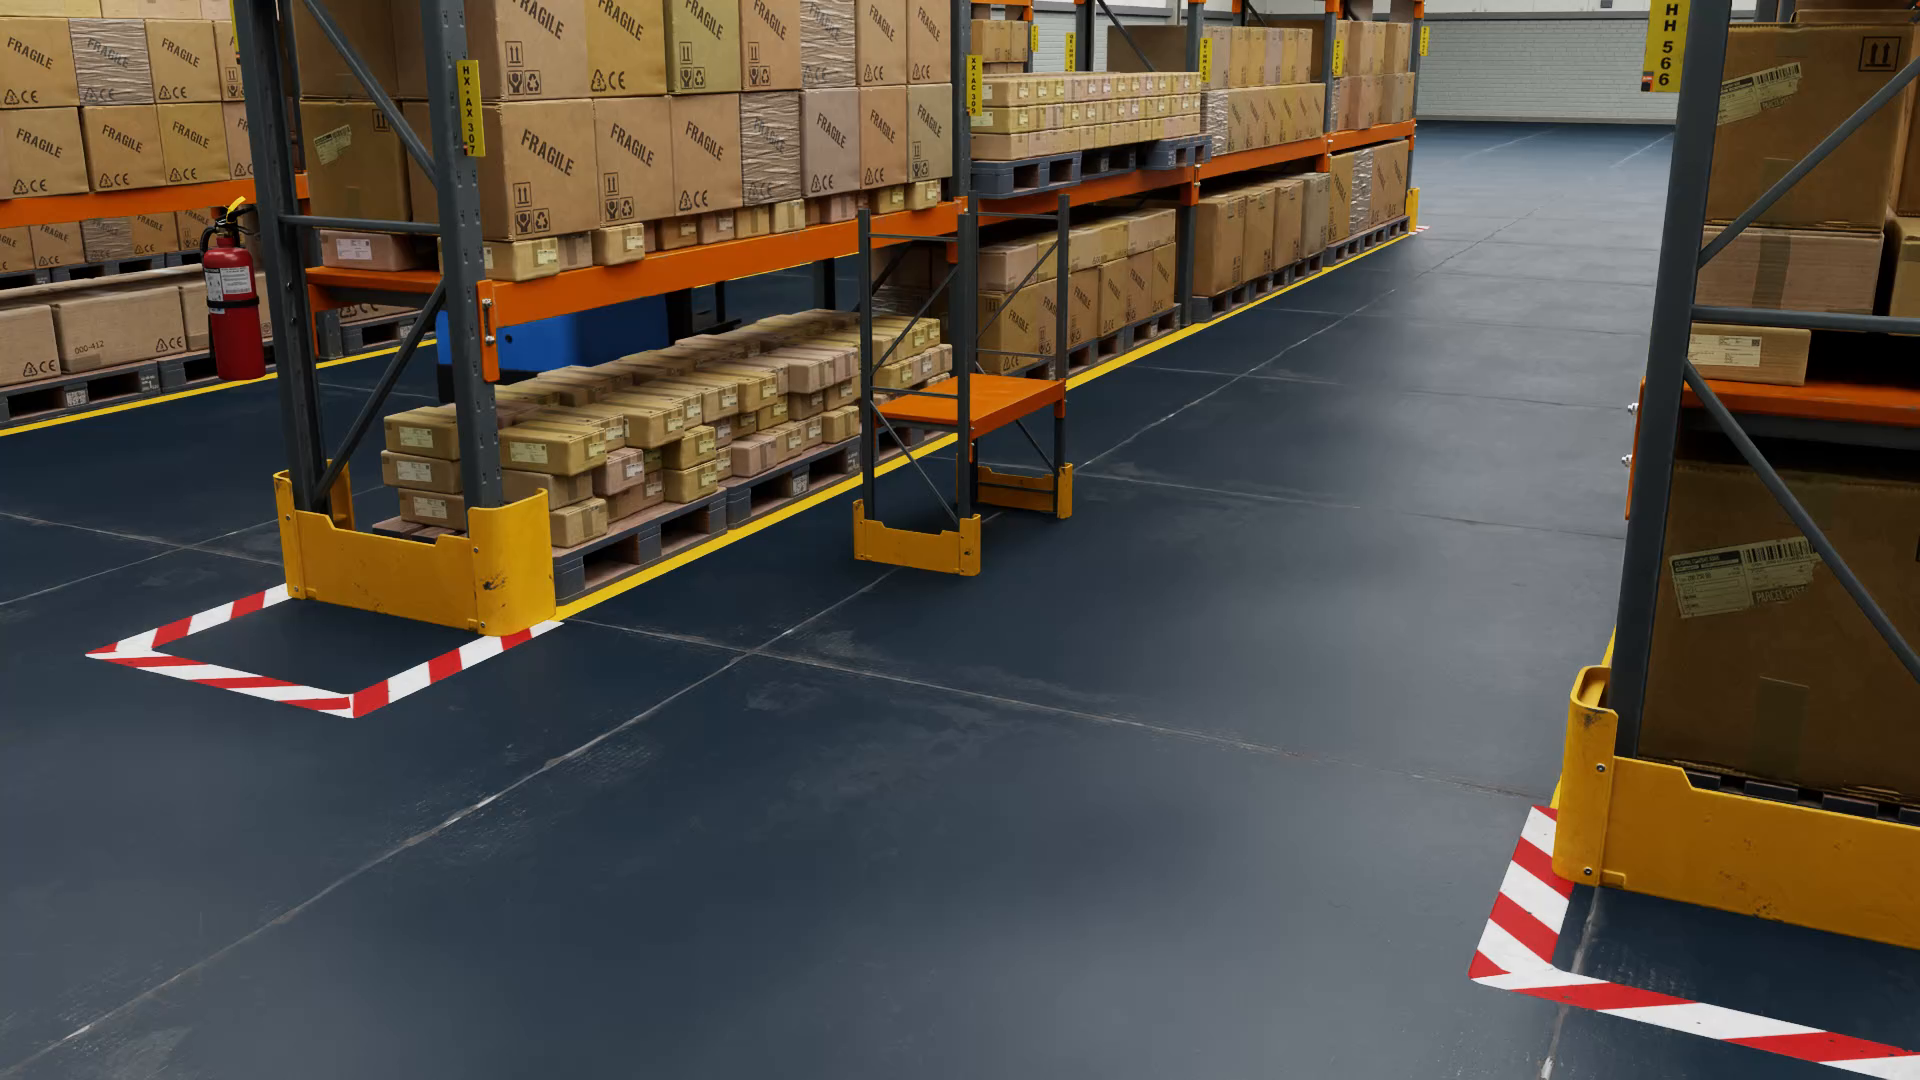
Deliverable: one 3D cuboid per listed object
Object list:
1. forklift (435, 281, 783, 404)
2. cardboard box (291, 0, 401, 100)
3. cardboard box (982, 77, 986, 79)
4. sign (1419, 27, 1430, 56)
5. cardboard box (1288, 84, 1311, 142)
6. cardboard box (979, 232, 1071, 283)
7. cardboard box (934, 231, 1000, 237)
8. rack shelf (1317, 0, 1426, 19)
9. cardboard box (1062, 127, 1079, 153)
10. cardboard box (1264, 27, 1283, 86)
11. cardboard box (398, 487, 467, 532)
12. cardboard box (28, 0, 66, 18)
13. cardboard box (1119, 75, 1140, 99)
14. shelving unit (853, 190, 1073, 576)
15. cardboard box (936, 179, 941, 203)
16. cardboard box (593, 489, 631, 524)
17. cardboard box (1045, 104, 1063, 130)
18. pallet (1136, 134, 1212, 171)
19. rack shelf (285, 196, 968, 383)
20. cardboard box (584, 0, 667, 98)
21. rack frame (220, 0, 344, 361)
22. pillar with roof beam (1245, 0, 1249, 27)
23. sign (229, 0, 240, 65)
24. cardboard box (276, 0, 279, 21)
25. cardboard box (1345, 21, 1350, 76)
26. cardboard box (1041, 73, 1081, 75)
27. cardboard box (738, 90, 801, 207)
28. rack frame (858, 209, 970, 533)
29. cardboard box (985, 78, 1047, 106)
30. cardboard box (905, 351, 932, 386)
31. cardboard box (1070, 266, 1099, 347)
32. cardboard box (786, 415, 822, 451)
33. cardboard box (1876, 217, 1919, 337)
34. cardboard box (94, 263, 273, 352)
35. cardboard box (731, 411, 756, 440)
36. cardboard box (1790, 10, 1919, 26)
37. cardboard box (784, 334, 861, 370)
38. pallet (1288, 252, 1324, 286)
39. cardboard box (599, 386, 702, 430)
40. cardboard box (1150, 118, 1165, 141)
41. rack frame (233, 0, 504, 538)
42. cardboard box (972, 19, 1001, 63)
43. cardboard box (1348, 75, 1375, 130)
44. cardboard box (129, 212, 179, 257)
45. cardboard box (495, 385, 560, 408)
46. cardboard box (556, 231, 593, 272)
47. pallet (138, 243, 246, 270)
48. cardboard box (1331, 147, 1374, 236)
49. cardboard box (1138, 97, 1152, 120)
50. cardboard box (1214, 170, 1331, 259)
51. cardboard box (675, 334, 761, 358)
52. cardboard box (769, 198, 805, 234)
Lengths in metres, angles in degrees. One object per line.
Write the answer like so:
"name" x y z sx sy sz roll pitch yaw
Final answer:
"forklift" -2.168 -2.516 10.848 1.130 2.935 3.031 6 18 20
"cardboard box" -2.217 -1.981 6.473 0.500 0.500 0.500 8 18 24
"cardboard box" -0.054 -2.876 10.599 0.380 0.149 0.250 8 18 25
"sign" 5.429 -5.835 19.452 0.100 0.325 0.005 8 18 25
"cardboard box" 2.943 -3.972 15.455 0.500 0.500 0.500 8 18 25
"cardboard box" 0.390 -1.835 10.771 0.500 0.250 0.500 9 19 27
"cardboard box" -0.064 -1.896 10.975 0.500 0.250 0.500 9 19 28
"rack shelf" 4.056 -5.823 17.855 1.077 0.370 4.000 8 18 25
"cardboard box" 0.522 -2.503 10.388 0.380 0.149 0.250 8 18 26
"cardboard box" 2.492 -4.360 15.004 0.700 0.500 0.500 8 18 26
"cardboard box" -2.151 -0.159 7.060 0.380 0.149 0.250 8 19 26
"cardboard box" -5.463 -3.123 9.701 0.380 0.149 0.250 8 18 25
"cardboard box" 0.987 -3.055 11.200 0.380 0.149 0.250 9 19 28
"shelving unit" 0.034 -0.738 7.376 0.587 1.500 1.083 8 18 25
"cardboard box" -0.330 -1.959 9.294 0.380 0.149 0.250 8 18 25
"cardboard box" -1.635 -0.168 7.091 0.380 0.149 0.250 8 18 25
"cardboard box" 0.404 -2.580 10.123 0.380 0.149 0.250 9 19 27
"pallet" 1.152 -2.914 12.404 1.213 0.211 1.003 8 18 25
"rack shelf" -1.306 -1.328 7.991 1.077 0.370 4.000 8 18 25
"cardboard box" -1.542 -2.043 6.681 0.500 0.500 0.500 9 19 27
"rack frame" -4.886 -2.786 11.637 1.000 3.000 0.127 8 18 25
"pillar with roof beam" 12.173 -16.380 46.869 9.100 9.000 0.400 8 18 25
"sign" -2.687 -1.946 6.218 0.100 0.325 0.005 8 18 25
"cardboard box" -4.738 -3.506 10.988 0.380 0.149 0.250 8 18 24
"cardboard box" 3.500 -5.054 17.112 0.875 0.550 0.550 8 18 25
"cardboard box" 0.645 -3.276 11.945 0.380 0.149 0.250 7 18 23
"cardboard box" -1.083 -1.827 7.708 0.500 0.500 0.500 8 18 24
"rack frame" -0.189 -0.611 6.948 0.500 1.500 0.032 8 18 25
"cardboard box" 0.295 -2.662 9.877 0.380 0.149 0.250 9 19 27
"cardboard box" -0.378 -0.968 9.264 0.380 0.149 0.250 7 18 23
"cardboard box" 0.612 -1.610 11.329 0.500 0.500 0.500 8 19 26
"cardboard box" -0.922 -0.552 8.385 0.380 0.149 0.250 8 19 26
"cardboard box" 2.649 -0.665 4.237 0.500 0.250 0.500 8 18 24
"cardboard box" -5.262 -1.613 11.450 0.875 0.438 0.875 8 18 25
"cardboard box" -1.203 -0.583 7.967 0.380 0.149 0.250 9 19 28
"cardboard box" 4.258 -2.218 7.786 0.797 0.503 0.637 8 18 24
"cardboard box" -0.707 -0.988 8.807 0.380 0.149 0.250 9 19 27
"pallet" 2.885 -2.677 16.167 1.003 0.211 1.213 8 18 25
"cardboard box" -1.382 -0.581 7.436 0.380 0.149 0.250 7 18 23
"cardboard box" 1.224 -2.906 11.745 0.380 0.149 0.250 8 18 25
"rack frame" -2.199 -1.163 6.173 1.000 3.000 0.127 8 18 25
"cardboard box" 0.075 -6.084 20.285 0.700 0.500 0.500 8 18 25
"cardboard box" 3.889 -4.653 17.658 0.875 0.550 0.550 8 18 25
"cardboard box" -8.002 -3.044 16.157 0.500 0.500 0.500 9 19 28
"cardboard box" -2.024 -0.589 7.465 0.380 0.149 0.250 8 18 24
"cardboard box" -1.685 -1.154 6.582 0.380 0.149 0.250 9 19 27
"pallet" -7.908 -2.914 16.963 1.003 0.211 1.213 8 18 25
"cardboard box" 3.906 -3.784 17.991 0.875 0.875 0.875 8 18 26
"cardboard box" 1.103 -2.979 11.466 0.380 0.149 0.250 8 18 25
"cardboard box" 2.966 -3.173 16.154 1.050 0.750 0.750 8 18 25
"cardboard box" -1.279 -0.984 8.793 0.380 0.149 0.250 9 19 27
"cardboard box" -0.964 -1.552 7.922 0.380 0.149 0.250 9 19 26
